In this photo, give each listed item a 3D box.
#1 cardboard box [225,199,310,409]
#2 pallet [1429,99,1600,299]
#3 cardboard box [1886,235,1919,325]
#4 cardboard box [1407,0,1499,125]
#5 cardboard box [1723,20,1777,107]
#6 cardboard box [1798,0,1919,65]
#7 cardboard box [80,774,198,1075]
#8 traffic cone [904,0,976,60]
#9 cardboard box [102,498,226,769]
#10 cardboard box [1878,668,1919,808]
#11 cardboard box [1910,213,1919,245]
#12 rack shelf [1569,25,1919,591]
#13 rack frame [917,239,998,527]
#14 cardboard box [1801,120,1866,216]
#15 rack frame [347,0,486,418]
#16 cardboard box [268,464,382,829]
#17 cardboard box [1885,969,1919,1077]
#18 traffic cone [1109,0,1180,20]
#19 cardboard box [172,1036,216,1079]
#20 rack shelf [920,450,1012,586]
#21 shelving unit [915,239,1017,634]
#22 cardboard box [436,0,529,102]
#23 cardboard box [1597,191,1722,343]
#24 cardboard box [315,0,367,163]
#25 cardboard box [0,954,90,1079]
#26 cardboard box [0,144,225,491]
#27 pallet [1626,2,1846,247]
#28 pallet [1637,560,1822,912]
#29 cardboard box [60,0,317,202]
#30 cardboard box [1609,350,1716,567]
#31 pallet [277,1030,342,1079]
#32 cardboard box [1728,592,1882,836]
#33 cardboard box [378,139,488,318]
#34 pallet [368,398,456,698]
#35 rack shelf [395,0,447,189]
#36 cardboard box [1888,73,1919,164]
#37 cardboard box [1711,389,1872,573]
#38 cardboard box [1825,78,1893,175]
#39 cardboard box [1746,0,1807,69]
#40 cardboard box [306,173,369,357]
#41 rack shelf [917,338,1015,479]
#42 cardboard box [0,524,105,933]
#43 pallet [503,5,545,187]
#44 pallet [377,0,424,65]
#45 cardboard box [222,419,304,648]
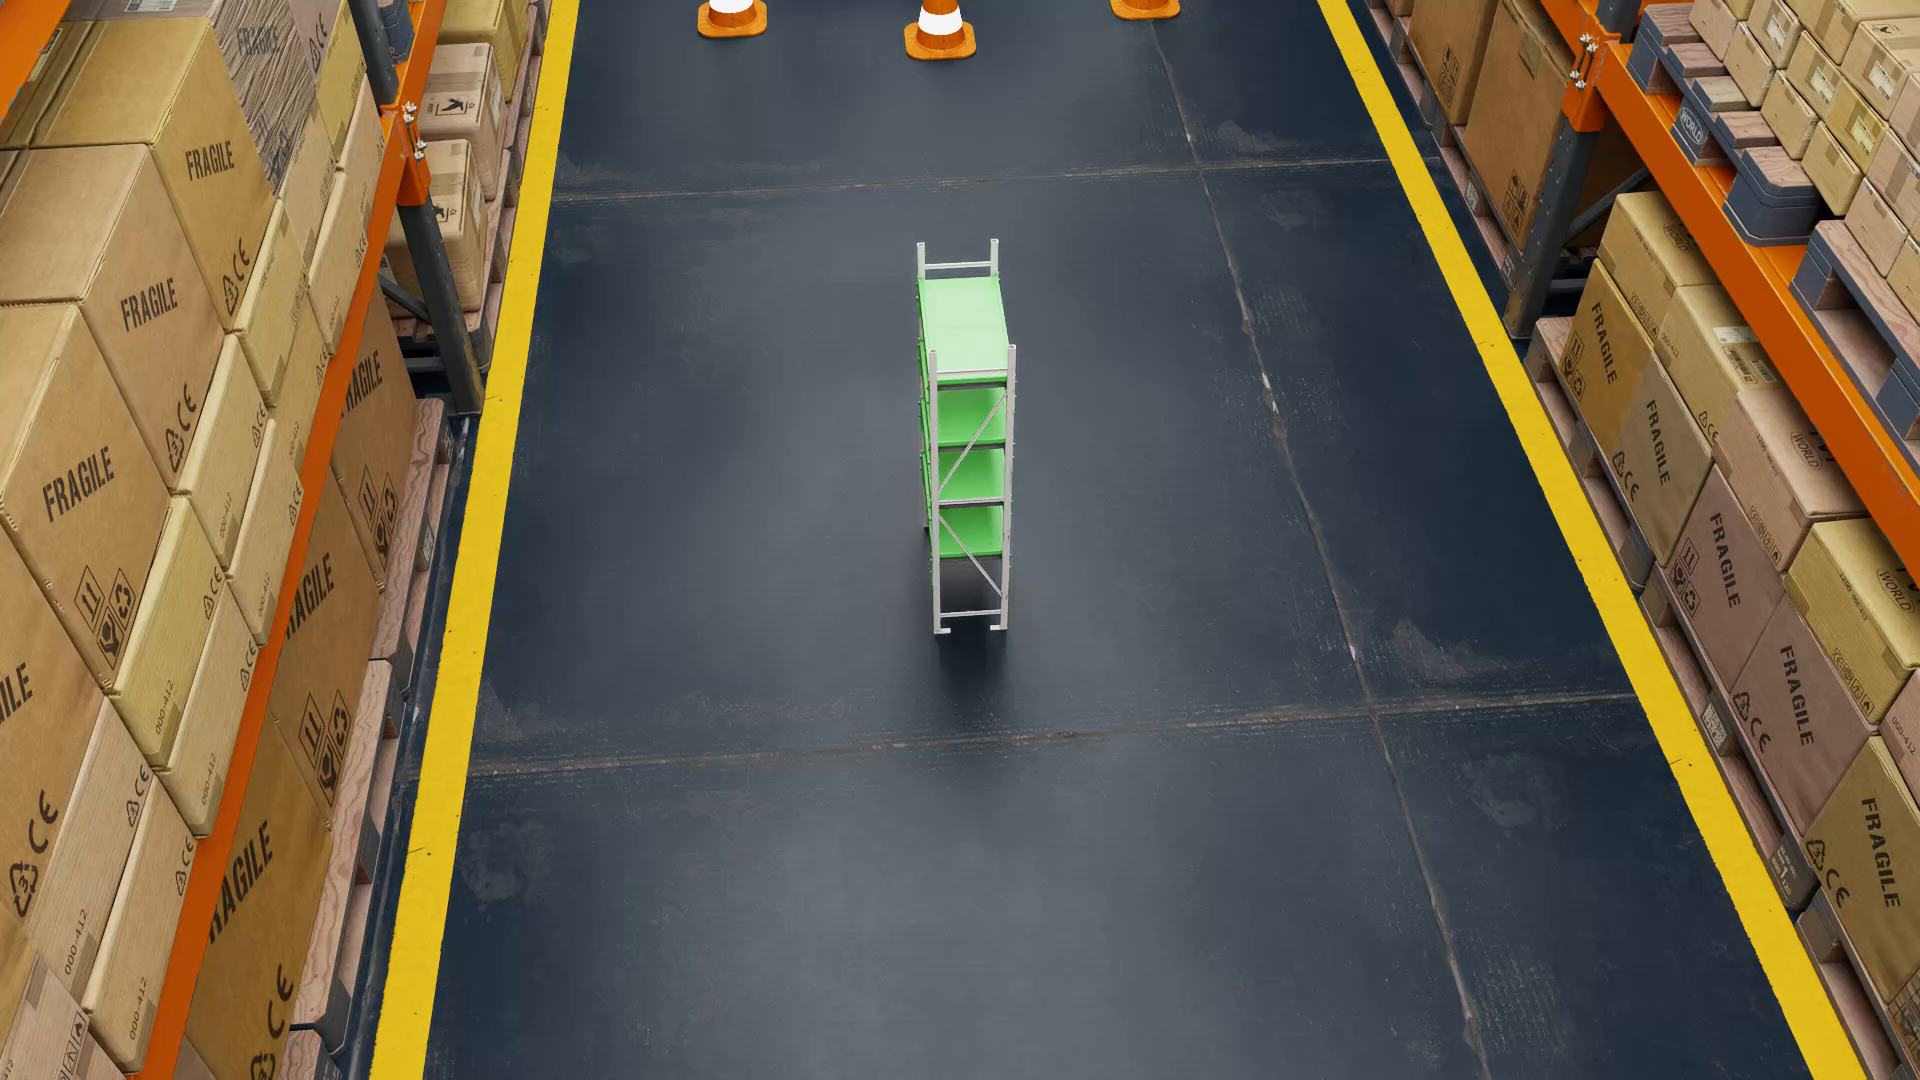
[{"bbox_3d":[-1.878,-0.552,3.966,0.500,0.250,0.500,-5,47,-4],"label":"cardboard box"},{"bbox_3d":[2.652,-1.497,7.022,1.003,0.211,1.213,-3,47,-3],"label":"pallet"},{"bbox_3d":[2.592,-0.644,4.177,0.380,0.149,0.250,-3,47,-3],"label":"cardboard box"},{"bbox_3d":[2.605,-2.330,7.151,1.050,0.750,0.750,-3,47,-3],"label":"cardboard box"},{"bbox_3d":[2.501,-1.409,4.902,0.380,0.149,0.250,-1,47,-1],"label":"cardboard box"},{"bbox_3d":[2.529,-1.425,4.508,0.380,0.149,0.250,-4,47,-4],"label":"cardboard box"},{"bbox_3d":[-1.765,0.730,3.096,0.500,0.250,0.500,-5,47,-4],"label":"cardboard box"},{"bbox_3d":[-0.097,-2.567,7.863,0.336,0.463,0.334,-3,47,-3],"label":"traffic cone"},{"bbox_3d":[-1.790,0.189,3.264,0.500,0.250,0.500,-3,47,-3],"label":"cardboard box"},{"bbox_3d":[2.633,0.574,4.056,0.500,0.250,0.500,-1,47,-1],"label":"cardboard box"},{"bbox_3d":[2.592,-0.747,4.071,0.380,0.149,0.250,-4,47,-4],"label":"cardboard box"},{"bbox_3d":[2.810,-0.186,4.356,1.077,0.370,4.000,-3,47,-3],"label":"rack shelf"},{"bbox_3d":[-0.007,-0.469,5.368,0.240,1.200,0.015,-3,47,-3],"label":"rack frame"},{"bbox_3d":[2.548,-1.018,4.532,0.380,0.149,0.250,-2,47,-1],"label":"cardboard box"},{"bbox_3d":[-2.282,-1.507,5.111,1.000,3.000,0.127,-3,47,-3],"label":"rack frame"},{"bbox_3d":[-2.236,0.230,4.640,0.875,0.875,0.875,-3,47,-3],"label":"cardboard box"},{"bbox_3d":[2.664,1.208,3.972,0.500,0.500,0.500,-4,47,-4],"label":"cardboard box"},{"bbox_3d":[0.915,-2.840,8.121,0.336,0.463,0.334,-3,47,-3],"label":"traffic cone"},{"bbox_3d":[-2.079,1.530,3.409,0.875,0.875,0.875,-2,47,-2],"label":"cardboard box"},{"bbox_3d":[0.014,-0.084,5.422,0.258,0.148,0.480,-3,47,-3],"label":"rack shelf"},{"bbox_3d":[0.014,-0.293,5.201,0.258,1.200,0.503,-3,47,-3],"label":"shelving unit"},{"bbox_3d":[-2.447,-2.239,7.325,0.950,0.372,0.625,-2,47,-2],"label":"cardboard box"},{"bbox_3d":[2.459,-0.910,5.462,0.500,0.250,0.500,-5,47,-5],"label":"cardboard box"},{"bbox_3d":[-1.988,-1.292,4.667,0.500,0.250,0.500,-4,47,-3],"label":"cardboard box"},{"bbox_3d":[-1.703,0.932,2.561,0.500,0.250,0.500,-5,47,-4],"label":"cardboard box"},{"bbox_3d":[-1.857,-0.430,3.334,0.500,0.500,0.500,-4,47,-4],"label":"cardboard box"},{"bbox_3d":[2.808,-1.306,5.053,1.213,0.211,1.003,-3,47,-3],"label":"pallet"},{"bbox_3d":[2.805,0.524,5.108,1.003,0.211,1.213,-3,47,-3],"label":"pallet"},{"bbox_3d":[-1.927,-1.156,4.021,0.500,0.500,0.500,-3,47,-3],"label":"cardboard box"},{"bbox_3d":[2.493,-0.275,5.377,0.500,0.500,0.500,-3,47,-3],"label":"cardboard box"},{"bbox_3d":[-2.087,1.793,3.907,1.003,0.211,1.213,-3,47,-3],"label":"pallet"},{"bbox_3d":[2.583,0.466,4.675,0.500,0.500,0.500,-4,47,-4],"label":"cardboard box"},{"bbox_3d":[-2.319,-1.157,6.300,0.950,0.372,0.625,-6,47,-6],"label":"cardboard box"},{"bbox_3d":[-2.291,0.027,5.579,1.003,0.211,1.213,-3,47,-3],"label":"pallet"},{"bbox_3d":[-2.449,-2.706,6.743,1.077,0.370,4.000,-3,47,-3],"label":"rack shelf"},{"bbox_3d":[2.575,-1.038,4.141,0.380,0.149,0.250,-2,47,-1],"label":"cardboard box"},{"bbox_3d":[2.530,-0.184,4.774,0.500,0.250,0.500,-3,47,-3],"label":"cardboard box"},{"bbox_3d":[2.555,-1.108,4.412,0.380,0.149,0.250,-3,47,-3],"label":"cardboard box"},{"bbox_3d":[2.508,-1.483,4.767,0.380,0.149,0.250,-1,47,-1],"label":"cardboard box"},{"bbox_3d":[-1.922,-0.736,4.485,0.500,0.250,0.500,-3,47,-3],"label":"cardboard box"},{"bbox_3d":[0.014,-0.414,5.073,0.258,0.148,0.480,-3,47,-3],"label":"rack shelf"},{"bbox_3d":[-1.767,0.307,2.636,0.500,0.500,0.500,-4,47,-4],"label":"cardboard box"},{"bbox_3d":[-2.445,-1.994,7.493,1.003,0.211,1.213,-3,47,-3],"label":"pallet"},{"bbox_3d":[-2.448,-1.950,5.663,1.213,0.211,1.003,-3,47,-3],"label":"pallet"},{"bbox_3d":[-1.825,-0.004,3.791,0.500,0.250,0.500,-4,47,-4],"label":"cardboard box"}]
